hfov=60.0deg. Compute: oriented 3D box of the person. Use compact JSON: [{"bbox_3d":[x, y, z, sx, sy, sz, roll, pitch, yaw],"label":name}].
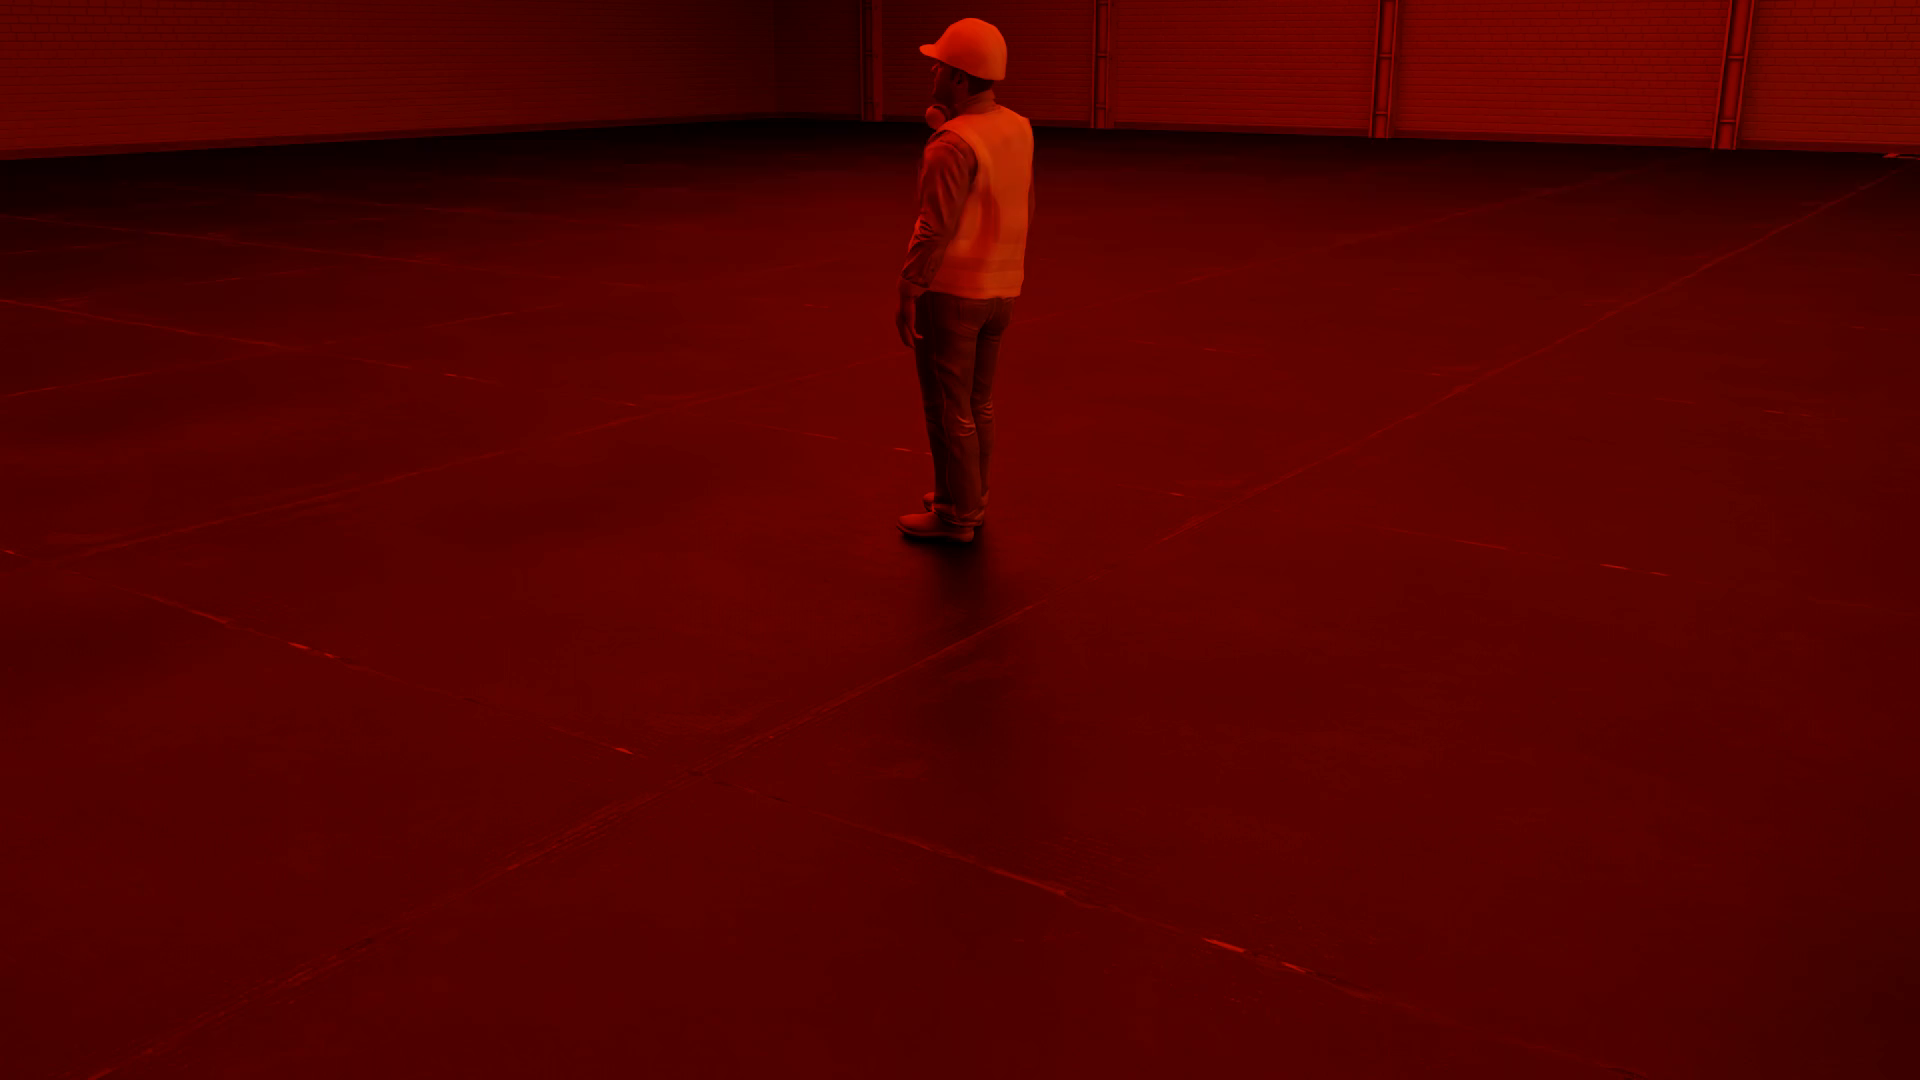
[{"bbox_3d":[-0.046,-0.869,5.732,0.568,1.773,0.632,11,20,33],"label":"person"}]
